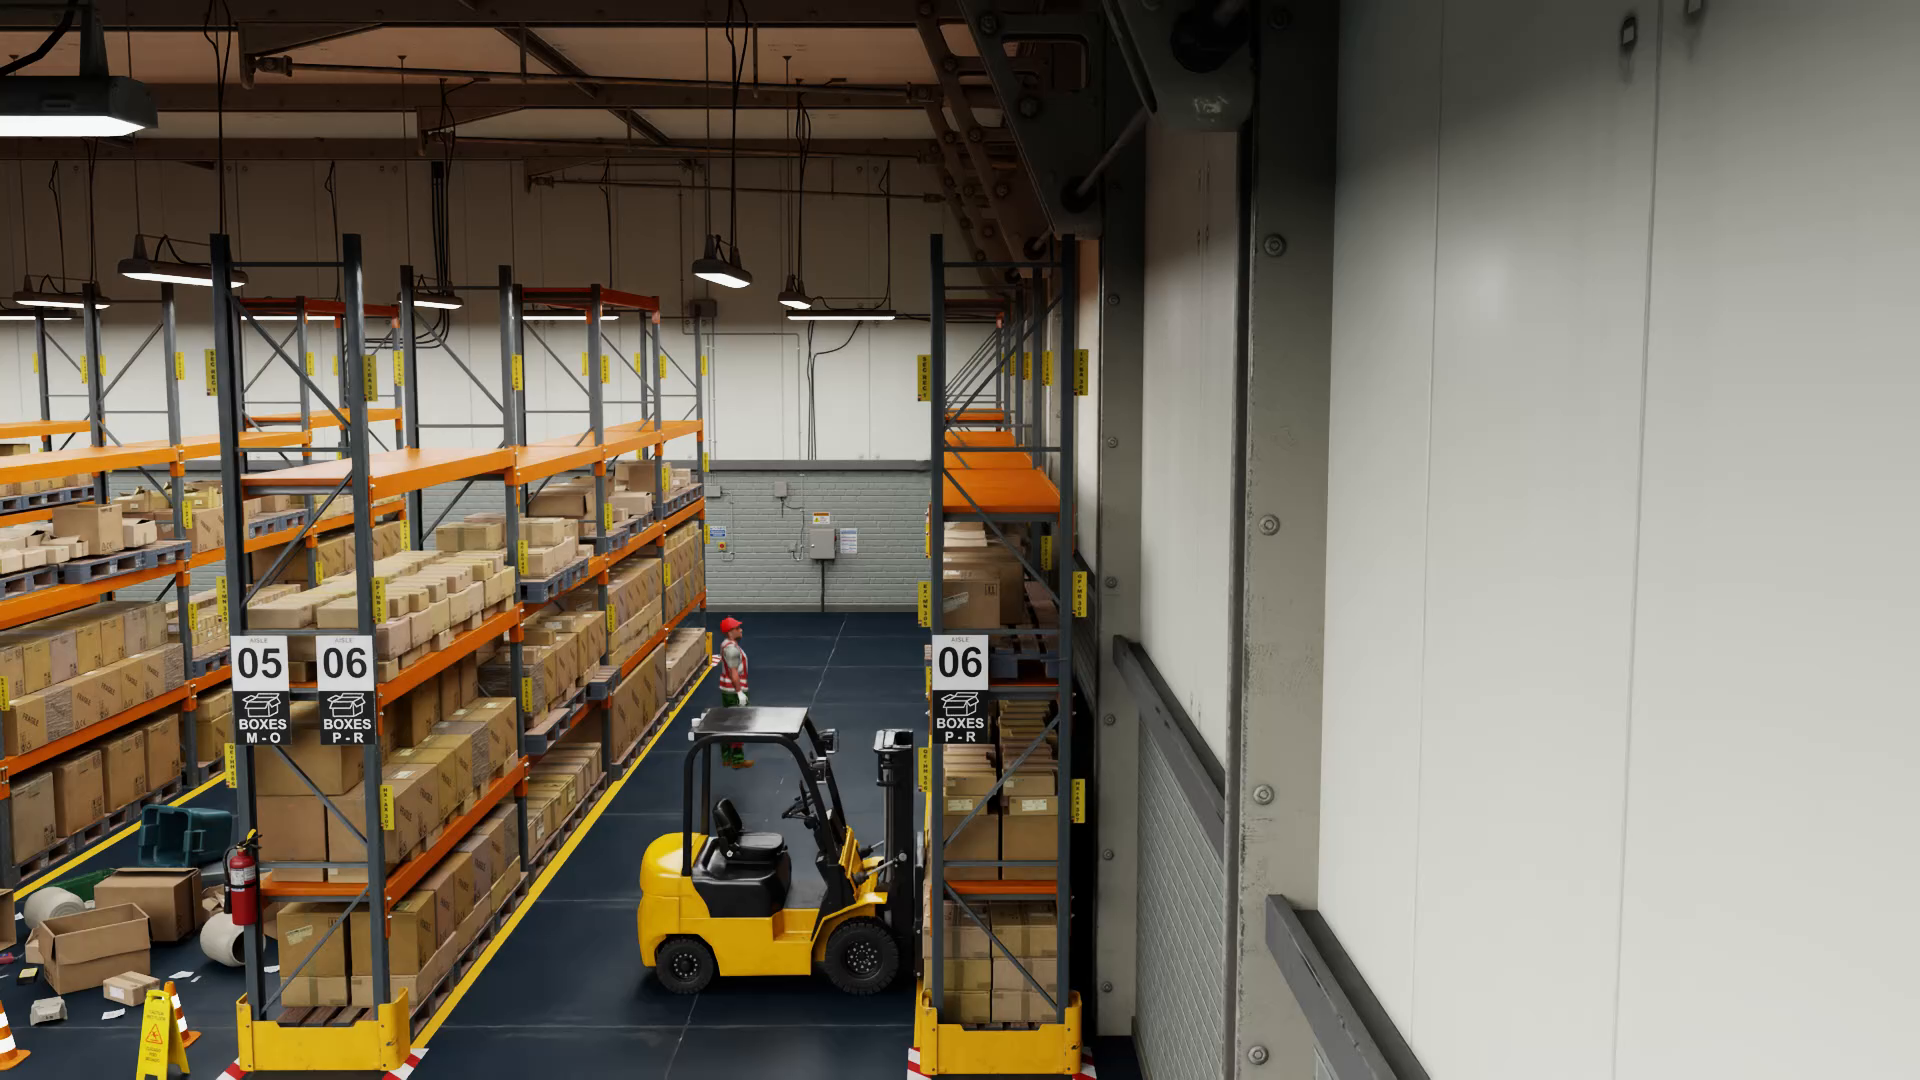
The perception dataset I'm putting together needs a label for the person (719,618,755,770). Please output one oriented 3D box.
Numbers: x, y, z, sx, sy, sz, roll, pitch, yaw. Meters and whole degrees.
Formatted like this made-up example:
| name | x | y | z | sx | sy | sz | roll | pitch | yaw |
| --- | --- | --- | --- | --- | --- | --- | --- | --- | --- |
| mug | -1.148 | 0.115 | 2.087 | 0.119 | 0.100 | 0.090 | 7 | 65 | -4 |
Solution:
| name | x | y | z | sx | sy | sz | roll | pitch | yaw |
| --- | --- | --- | --- | --- | --- | --- | --- | --- | --- |
| person | -2.658 | 1.814 | 19.773 | 0.393 | 1.793 | 0.640 | -3 | 7 | -29 |
